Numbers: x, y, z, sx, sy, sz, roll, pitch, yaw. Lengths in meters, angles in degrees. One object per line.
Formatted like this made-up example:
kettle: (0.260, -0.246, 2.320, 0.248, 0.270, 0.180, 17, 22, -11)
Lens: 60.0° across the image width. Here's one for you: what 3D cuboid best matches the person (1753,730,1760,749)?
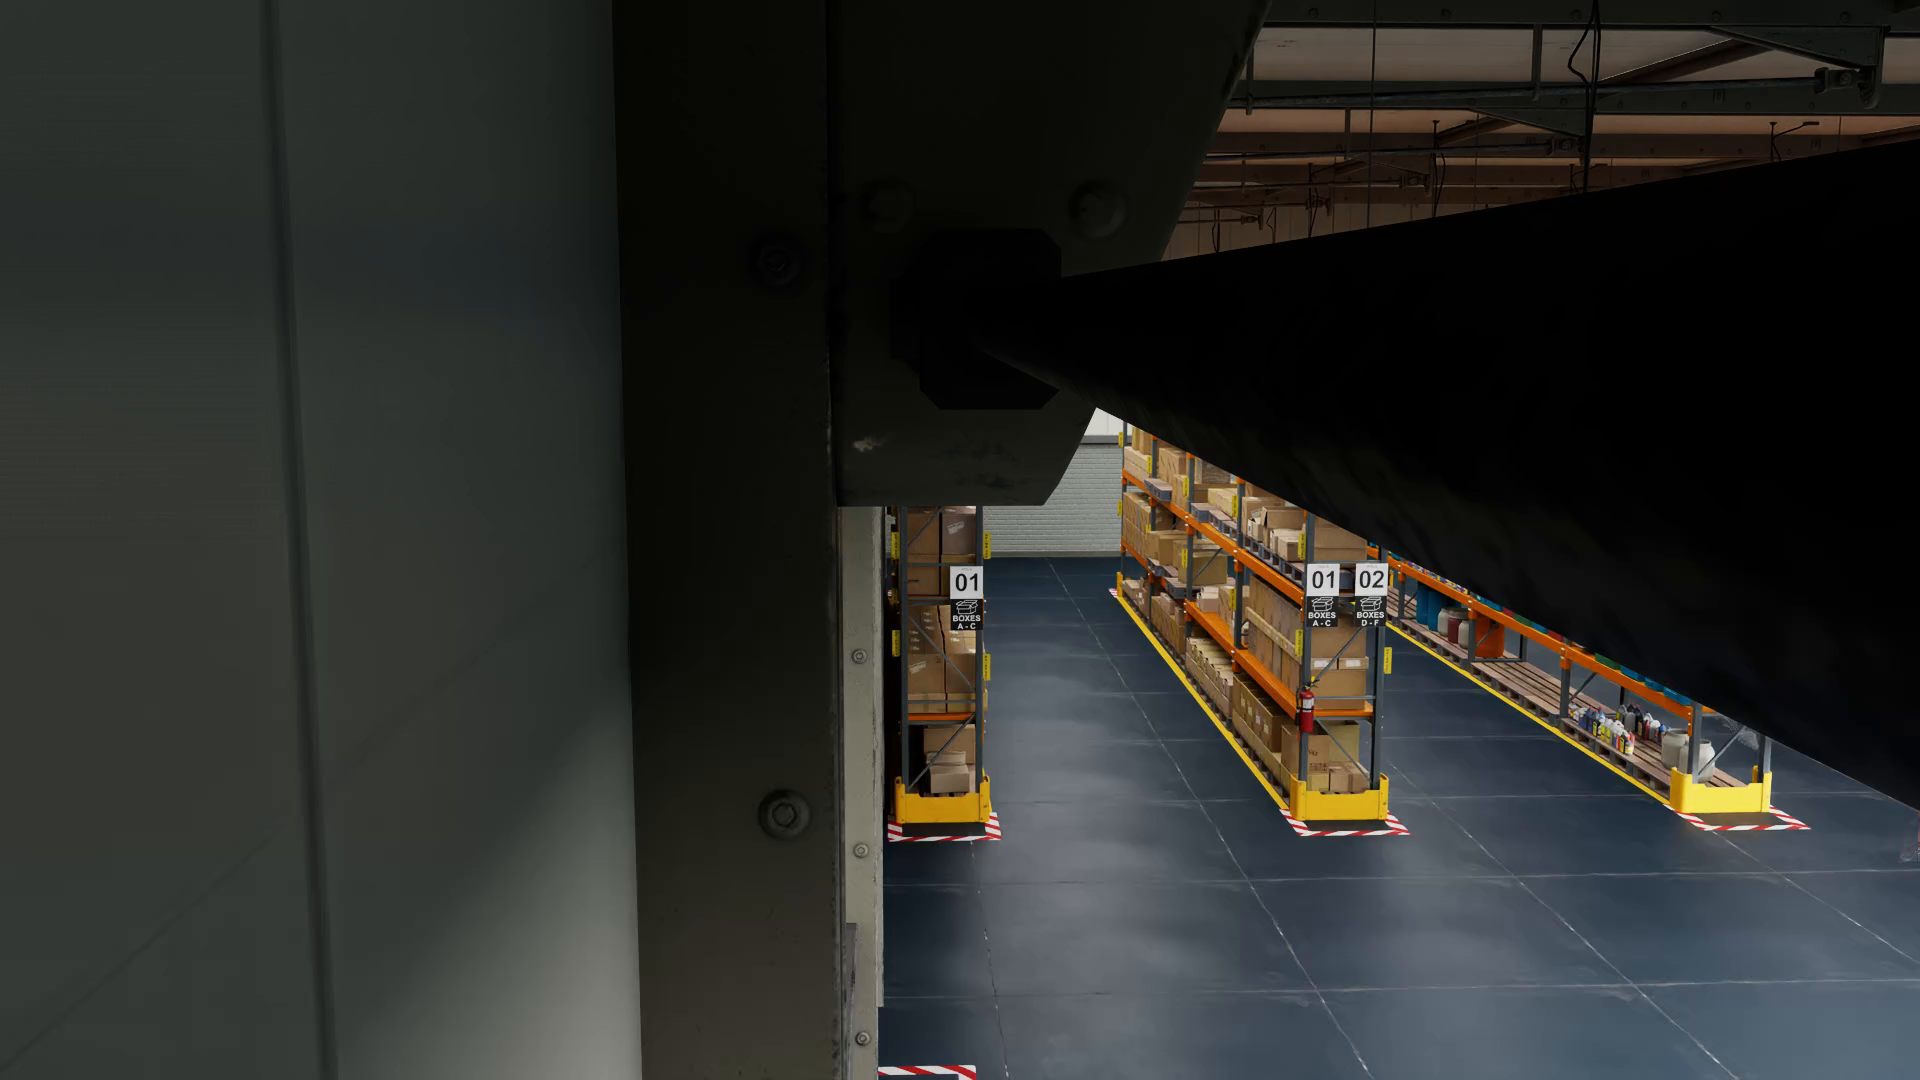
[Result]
person: (11.589, 2.230, 23.864, 0.463, 1.581, 0.669, 1, 8, 4)
